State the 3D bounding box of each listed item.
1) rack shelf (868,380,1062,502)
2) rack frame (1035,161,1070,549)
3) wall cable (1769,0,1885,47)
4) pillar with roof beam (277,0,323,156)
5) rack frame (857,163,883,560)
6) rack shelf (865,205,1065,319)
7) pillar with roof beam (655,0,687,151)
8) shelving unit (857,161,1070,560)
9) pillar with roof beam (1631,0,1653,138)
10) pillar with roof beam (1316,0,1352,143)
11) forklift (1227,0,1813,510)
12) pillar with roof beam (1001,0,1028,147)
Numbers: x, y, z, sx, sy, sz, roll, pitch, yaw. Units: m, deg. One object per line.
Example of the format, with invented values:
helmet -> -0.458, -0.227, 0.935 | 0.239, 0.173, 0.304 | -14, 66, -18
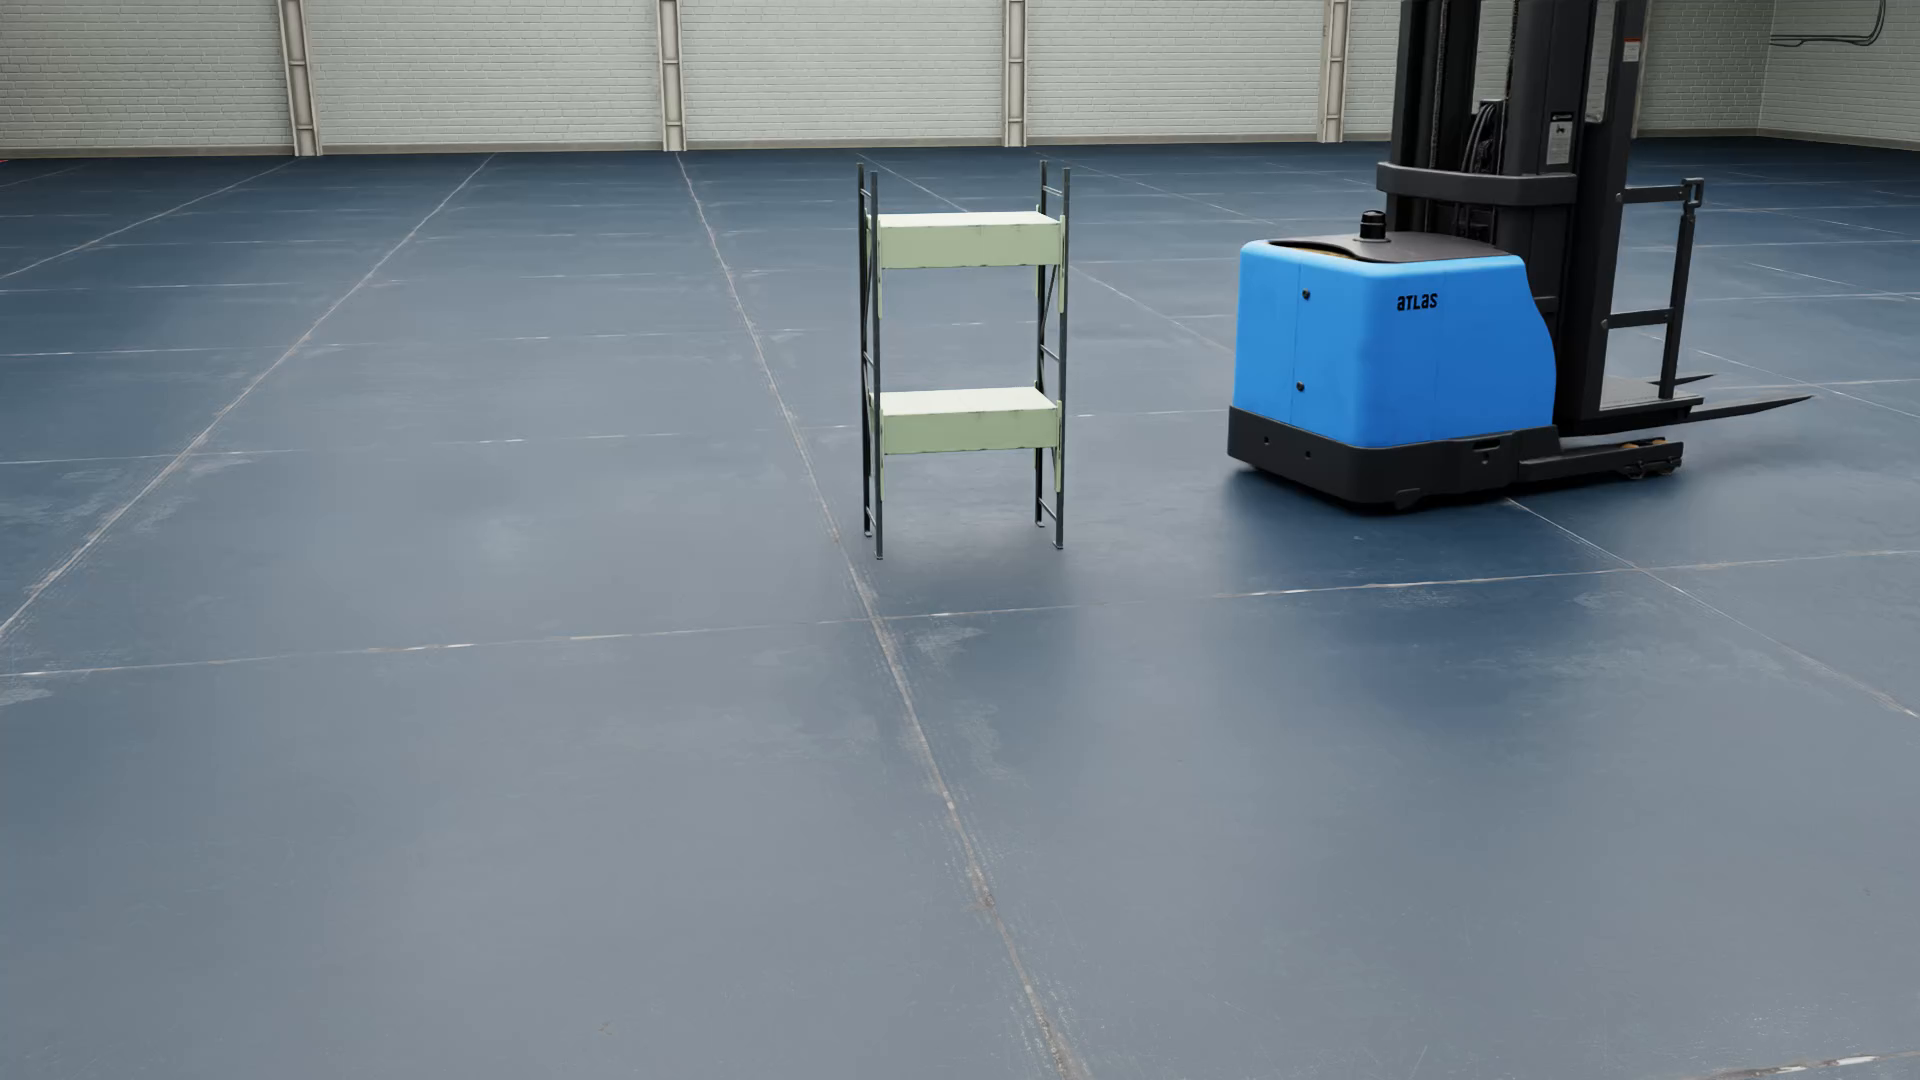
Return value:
rack shelf -> 0.007, -0.406, 6.689 | 0.720, 0.370, 0.431 | -3, 17, -10
rack frame -> 0.366, -0.738, 6.659 | 0.023, 1.500, 0.400 | -3, 17, -10
wall cable -> 15.892, -10.332, 30.413 | 0.112, 2.526, 3.097 | -3, 17, -10
pillar with roof beam -> -9.999, -9.456, 22.272 | 0.400, 9.000, 9.100 | -3, 17, -10
rack frame -> -0.353, -0.697, 6.526 | 0.023, 1.500, 0.400 | -3, 17, -10
rack shelf -> 0.007, -1.090, 6.478 | 0.720, 0.370, 0.431 | -3, 17, -10
pillar with roof beam -> -4.108, -9.790, 23.360 | 0.400, 9.000, 9.100 | -3, 17, -10
shelving unit -> 0.007, -0.717, 6.593 | 0.755, 1.500, 0.431 | -3, 17, -10
pillar with roof beam -> 13.565, -10.793, 26.624 | 0.400, 9.000, 9.100 | -3, 17, -10
pillar with roof beam -> 7.674, -10.458, 25.536 | 0.400, 9.000, 9.100 | -3, 17, -10
forklift -> 2.822, -1.810, 7.714 | 3.031, 2.935, 1.130 | -8, 19, -25
pillar with roof beam -> 1.783, -10.124, 24.448 | 0.400, 9.000, 9.100 | -3, 17, -10
